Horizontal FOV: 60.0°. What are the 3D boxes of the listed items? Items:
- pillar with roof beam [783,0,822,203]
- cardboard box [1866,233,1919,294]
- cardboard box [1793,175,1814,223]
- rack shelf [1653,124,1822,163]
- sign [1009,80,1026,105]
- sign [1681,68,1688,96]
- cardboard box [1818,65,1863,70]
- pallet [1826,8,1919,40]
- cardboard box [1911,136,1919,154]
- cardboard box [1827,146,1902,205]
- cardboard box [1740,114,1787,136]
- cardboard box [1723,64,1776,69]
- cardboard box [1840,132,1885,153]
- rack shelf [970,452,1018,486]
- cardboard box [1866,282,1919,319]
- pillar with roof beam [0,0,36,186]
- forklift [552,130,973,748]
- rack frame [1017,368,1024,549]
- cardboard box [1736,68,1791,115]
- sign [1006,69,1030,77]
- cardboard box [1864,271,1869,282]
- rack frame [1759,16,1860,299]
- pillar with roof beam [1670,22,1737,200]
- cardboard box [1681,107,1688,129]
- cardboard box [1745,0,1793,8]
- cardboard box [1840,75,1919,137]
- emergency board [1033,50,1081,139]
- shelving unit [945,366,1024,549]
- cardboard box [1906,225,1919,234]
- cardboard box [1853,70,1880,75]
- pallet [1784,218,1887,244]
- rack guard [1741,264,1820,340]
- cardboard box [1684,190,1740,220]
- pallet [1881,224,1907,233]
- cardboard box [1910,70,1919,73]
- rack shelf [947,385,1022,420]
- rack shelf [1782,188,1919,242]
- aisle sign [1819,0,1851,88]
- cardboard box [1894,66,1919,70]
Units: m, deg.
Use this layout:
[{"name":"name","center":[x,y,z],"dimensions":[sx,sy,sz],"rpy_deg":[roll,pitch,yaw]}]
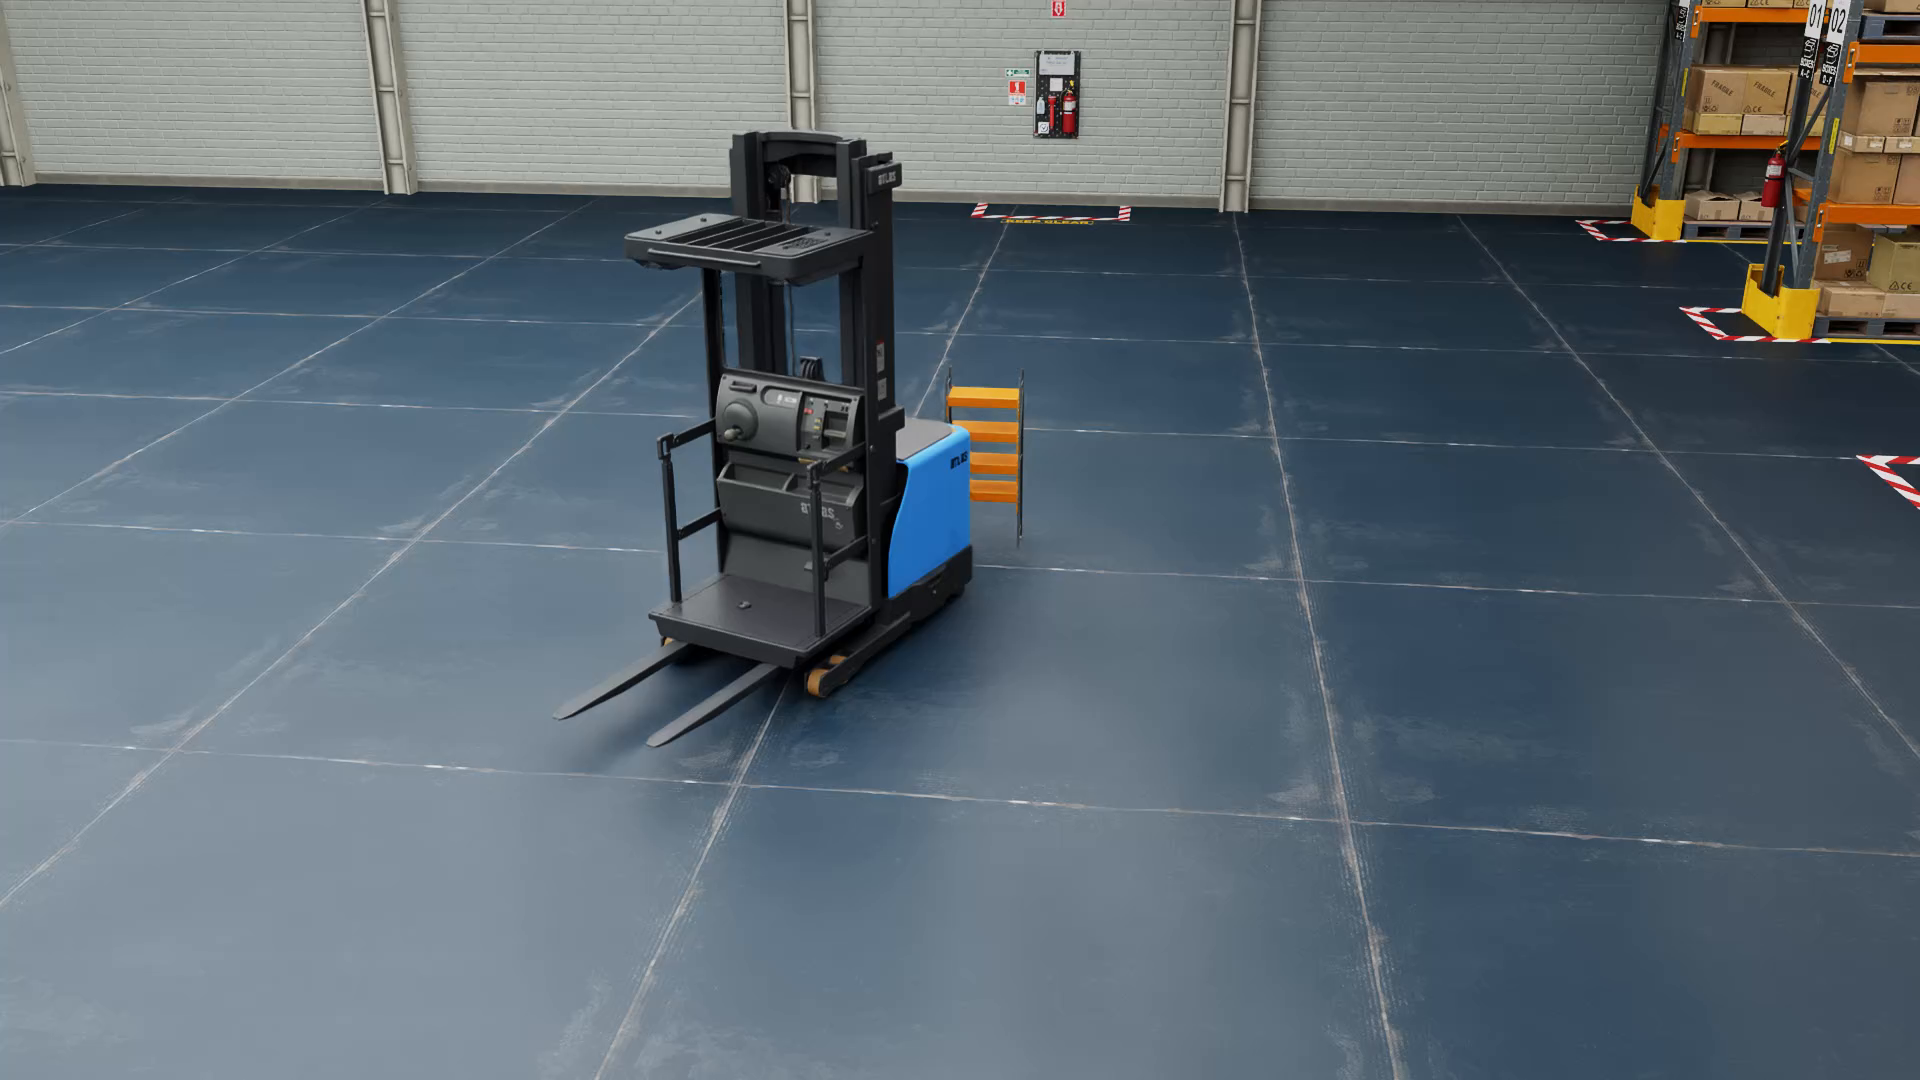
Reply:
[{"name":"pillar with roof beam","center":[-2.692,-7.425,17.982],"dimensions":[0.400,9.000,9.100],"rpy_deg":[2,22,6]},{"name":"cardboard box","center":[9.358,-2.734,16.423],"dimensions":[0.500,0.500,0.500],"rpy_deg":[2,22,6]},{"name":"cardboard box","center":[10.899,-4.307,21.056],"dimensions":[0.500,0.500,0.700],"rpy_deg":[1,22,3]},{"name":"rack shelf","center":[10.920,-4.981,20.938],"dimensions":[4.000,0.370,1.077],"rpy_deg":[2,22,6]},{"name":"sign","center":[0.786,-6.147,22.859],"dimensions":[0.234,0.329,0.001],"rpy_deg":[2,22,6]},{"name":"sign","center":[8.871,-5.607,20.365],"dimensions":[0.005,0.325,0.100],"rpy_deg":[2,22,6]},{"name":"cardboard box","center":[10.940,-5.680,20.884],"dimensions":[0.500,0.500,0.500],"rpy_deg":[3,22,7]},{"name":"pallet","center":[9.054,-4.907,15.813],"dimensions":[1.213,0.211,1.003],"rpy_deg":[2,22,6]},{"name":"cardboard box","center":[9.229,-3.824,16.015],"dimensions":[0.250,0.149,0.380],"rpy_deg":[3,22,7]},{"name":"cardboard box","center":[8.817,-3.615,16.368],"dimensions":[0.500,0.500,0.700],"rpy_deg":[3,22,6]},{"name":"cardboard box","center":[9.899,-5.188,20.658],"dimensions":[0.500,0.250,0.500],"rpy_deg":[2,22,5]},{"name":"cardboard box","center":[9.926,-5.723,20.991],"dimensions":[0.500,0.500,0.500],"rpy_deg":[3,22,7]},{"name":"cardboard box","center":[8.719,-3.846,16.070],"dimensions":[0.250,0.149,0.380],"rpy_deg":[2,22,6]},{"name":"rack shelf","center":[0.164,-0.488,11.226],"dimensions":[0.480,0.148,0.258],"rpy_deg":[2,22,6]},{"name":"cardboard box","center":[9.358,-2.386,16.563],"dimensions":[0.500,0.250,0.500],"rpy_deg":[2,22,6]},{"name":"pillar with roof beam","center":[-14.609,-7.944,19.295],"dimensions":[0.400,9.000,9.100],"rpy_deg":[2,22,6]},{"name":"forklift","center":[-1.073,-0.676,9.162],"dimensions":[1.130,2.935,3.031],"rpy_deg":[11,24,27]},{"name":"rack frame","center":[0.407,-0.540,11.174],"dimensions":[0.015,1.200,0.240],"rpy_deg":[2,22,6]},{"name":"cardboard box","center":[9.863,-5.535,20.518],"dimensions":[0.500,0.500,0.500],"rpy_deg":[3,22,6]},{"name":"sign","center":[0.790,-6.390,22.752],"dimensions":[0.331,0.109,0.001],"rpy_deg":[2,22,6]},{"name":"cardboard box","center":[9.420,-2.578,17.049],"dimensions":[0.500,0.250,0.500],"rpy_deg":[2,22,6]},{"name":"rack frame","center":[8.355,-3.594,16.450],"dimensions":[0.127,3.000,1.000],"rpy_deg":[2,22,6]},{"name":"pillar with roof beam","center":[9.225,-6.906,16.668],"dimensions":[0.400,9.000,9.100],"rpy_deg":[2,22,6]},{"name":"cardboard box","center":[9.421,-5.392,21.177],"dimensions":[0.500,0.250,0.500],"rpy_deg":[3,22,7]},{"name":"cardboard box","center":[9.766,-6.711,20.092],"dimensions":[0.500,0.500,0.500],"rpy_deg":[4,22,10]},{"name":"cardboard box","center":[8.870,-4.216,16.124],"dimensions":[0.500,0.500,0.700],"rpy_deg":[3,22,6]},{"name":"emergency board","center":[1.323,-6.068,22.709],"dimensions":[0.643,1.169,0.194],"rpy_deg":[2,22,6]},{"name":"shelving unit","center":[0.164,-0.551,11.201],"dimensions":[0.503,1.200,0.258],"rpy_deg":[2,22,6]},{"name":"cardboard box","center":[9.917,-2.906,16.860],"dimensions":[0.500,0.500,0.500],"rpy_deg":[2,22,6]},{"name":"cardboard box","center":[10.889,-5.493,20.410],"dimensions":[0.500,0.500,0.500],"rpy_deg":[3,22,8]},{"name":"pallet","center":[11.020,-4.001,21.272],"dimensions":[1.213,0.211,1.003],"rpy_deg":[2,22,6]},{"name":"rack guard","center":[8.331,-2.432,16.912],"dimensions":[0.348,0.500,1.175],"rpy_deg":[2,22,6]},{"name":"cardboard box","center":[9.611,-4.294,21.279],"dimensions":[0.500,0.311,0.500],"rpy_deg":[0,22,0]},{"name":"pallet","center":[12.235,-3.949,21.141],"dimensions":[1.213,0.211,1.003],"rpy_deg":[2,22,6]},{"name":"cardboard box","center":[11.904,-5.445,20.289],"dimensions":[0.500,0.500,0.500],"rpy_deg":[2,22,6]},{"name":"rack shelf","center":[0.164,-0.916,11.057],"dimensions":[0.480,0.148,0.258],"rpy_deg":[2,22,6]},{"name":"rack shelf","center":[10.341,-3.173,16.363],"dimensions":[4.000,0.370,1.077],"rpy_deg":[2,22,6]},{"name":"aisle sign","center":[8.254,-4.694,15.696],"dimensions":[0.004,0.787,0.394],"rpy_deg":[2,22,6]},{"name":"cardboard box","center":[11.951,-5.638,20.778],"dimensions":[0.500,0.500,0.500],"rpy_deg":[2,22,6]}]
